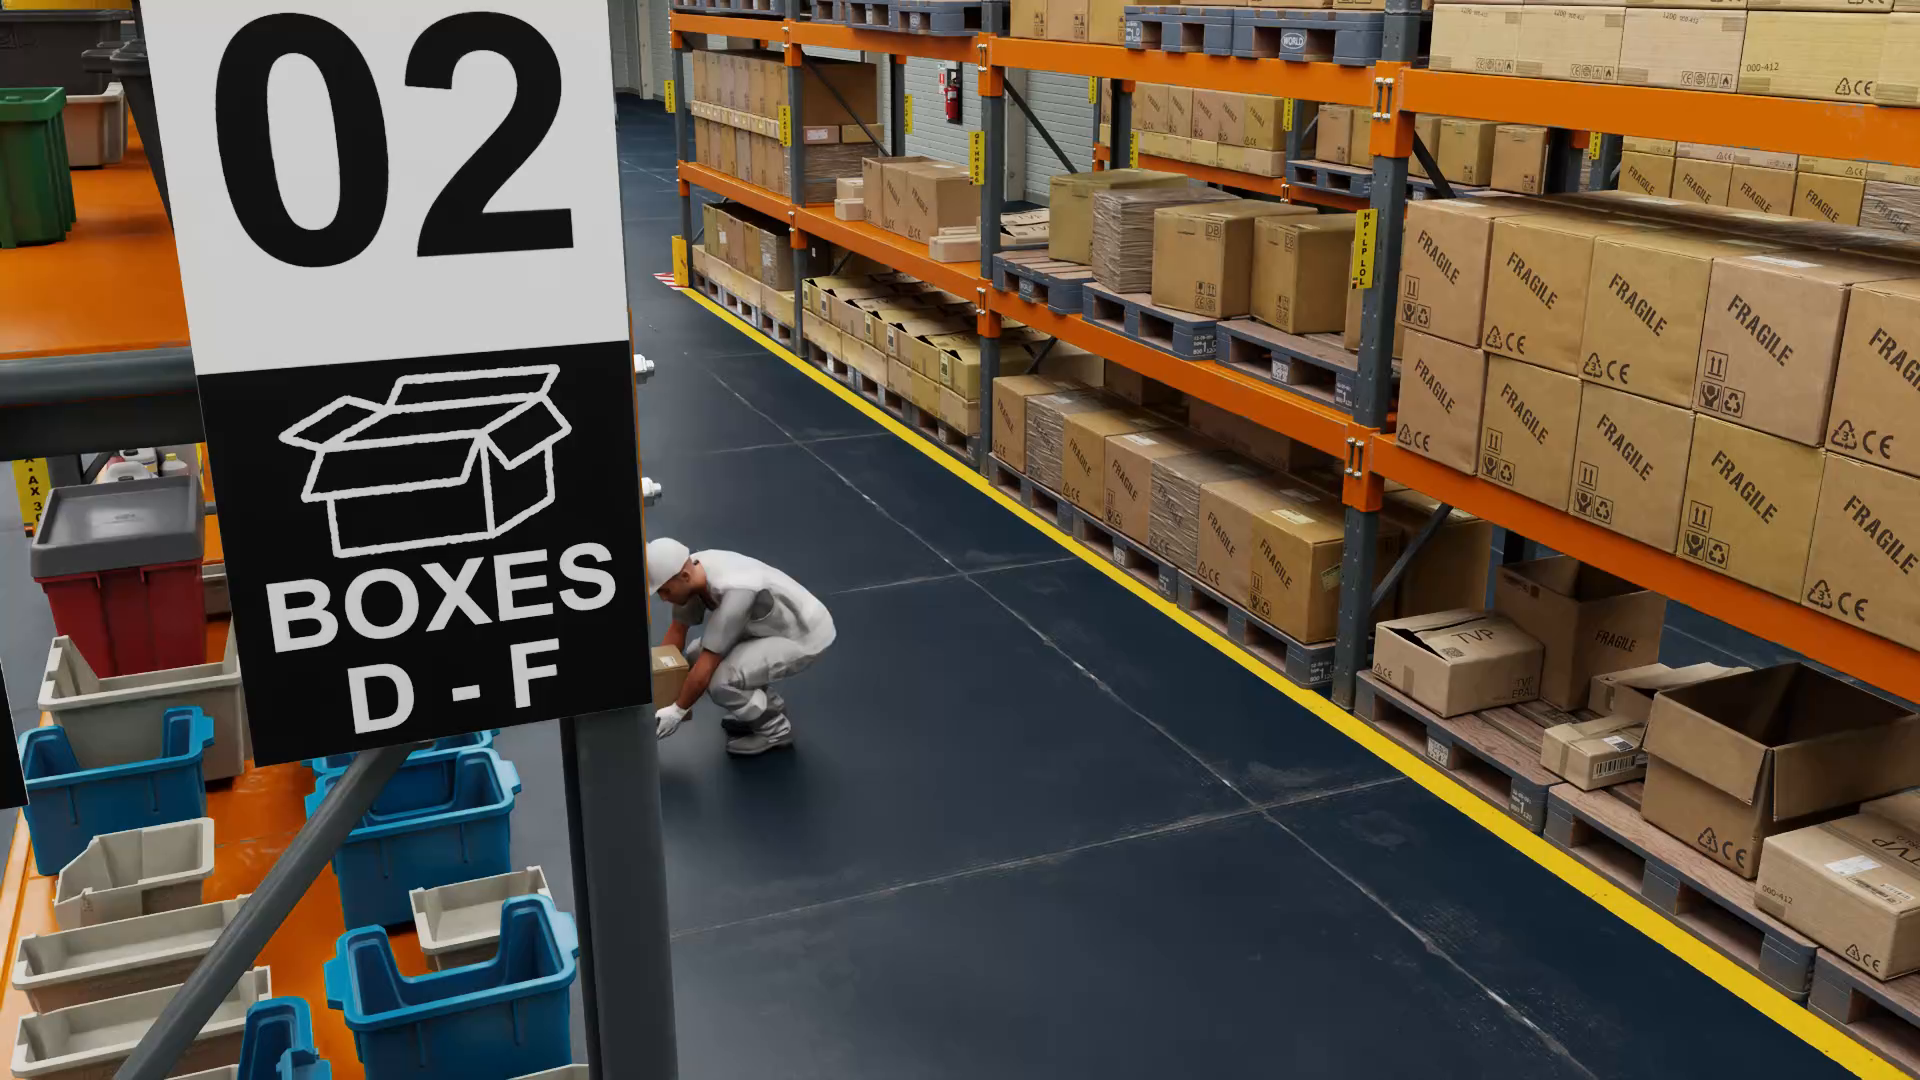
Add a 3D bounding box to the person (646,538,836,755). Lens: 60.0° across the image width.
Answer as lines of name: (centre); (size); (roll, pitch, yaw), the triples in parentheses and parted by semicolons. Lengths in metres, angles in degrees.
person: (-0.960, 0.418, 7.038); (0.884, 0.994, 0.574); (-8, 20, -22)
